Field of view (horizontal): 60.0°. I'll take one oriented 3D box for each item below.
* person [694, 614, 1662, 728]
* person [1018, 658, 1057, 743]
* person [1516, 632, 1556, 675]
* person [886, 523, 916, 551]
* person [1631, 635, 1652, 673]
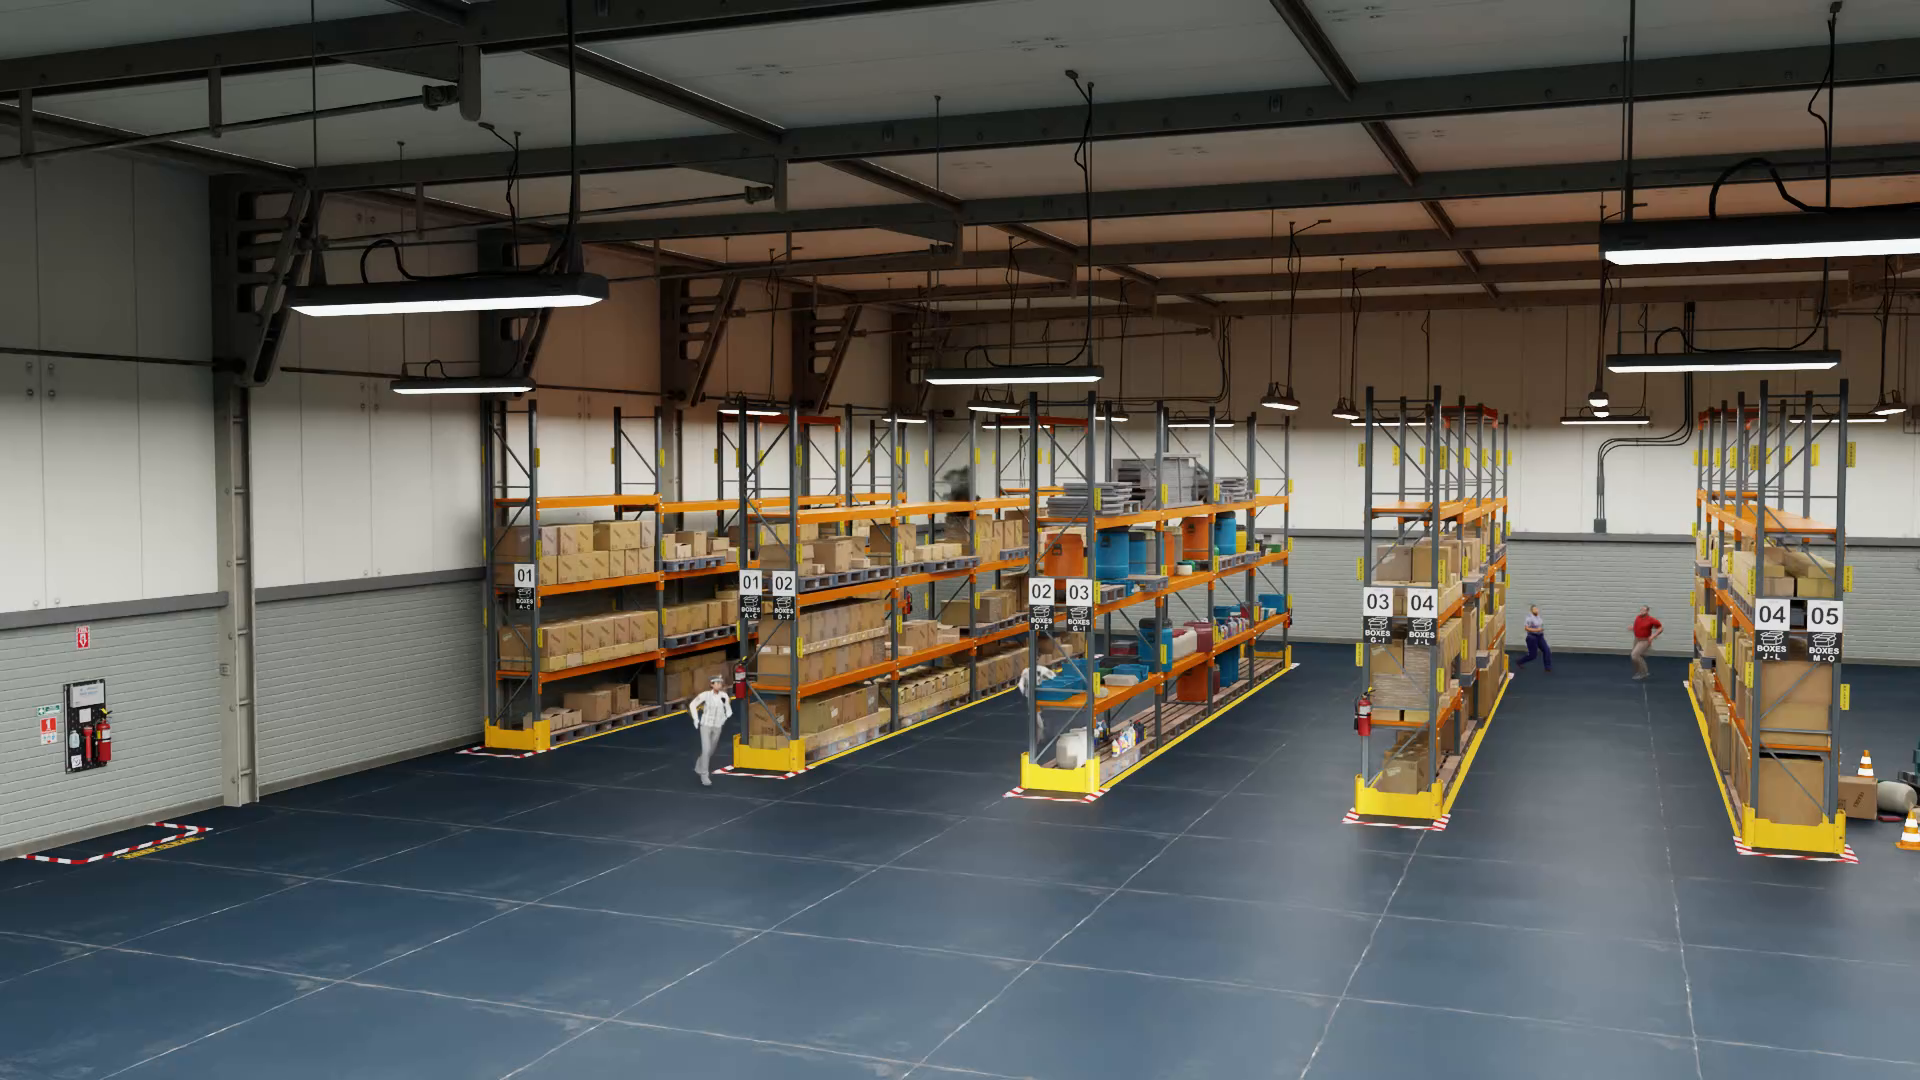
[{"bbox_3d":[5.758,2.212,31.619,23.058,0.846,1.977,-1,3,-28],"label":"person"},{"bbox_3d":[1.339,2.763,28.921,0.631,1.604,0.636,1,3,28],"label":"person"},{"bbox_3d":[13.401,2.625,38.709,0.496,1.004,0.862,-2,3,-36],"label":"person"},{"bbox_3d":[5.145,1.916,23.860,6.385,3.690,19.979,-1,3,-23],"label":"person"},{"bbox_3d":[15.350,2.560,37.489,0.605,0.929,0.477,-1,3,-14],"label":"person"}]
